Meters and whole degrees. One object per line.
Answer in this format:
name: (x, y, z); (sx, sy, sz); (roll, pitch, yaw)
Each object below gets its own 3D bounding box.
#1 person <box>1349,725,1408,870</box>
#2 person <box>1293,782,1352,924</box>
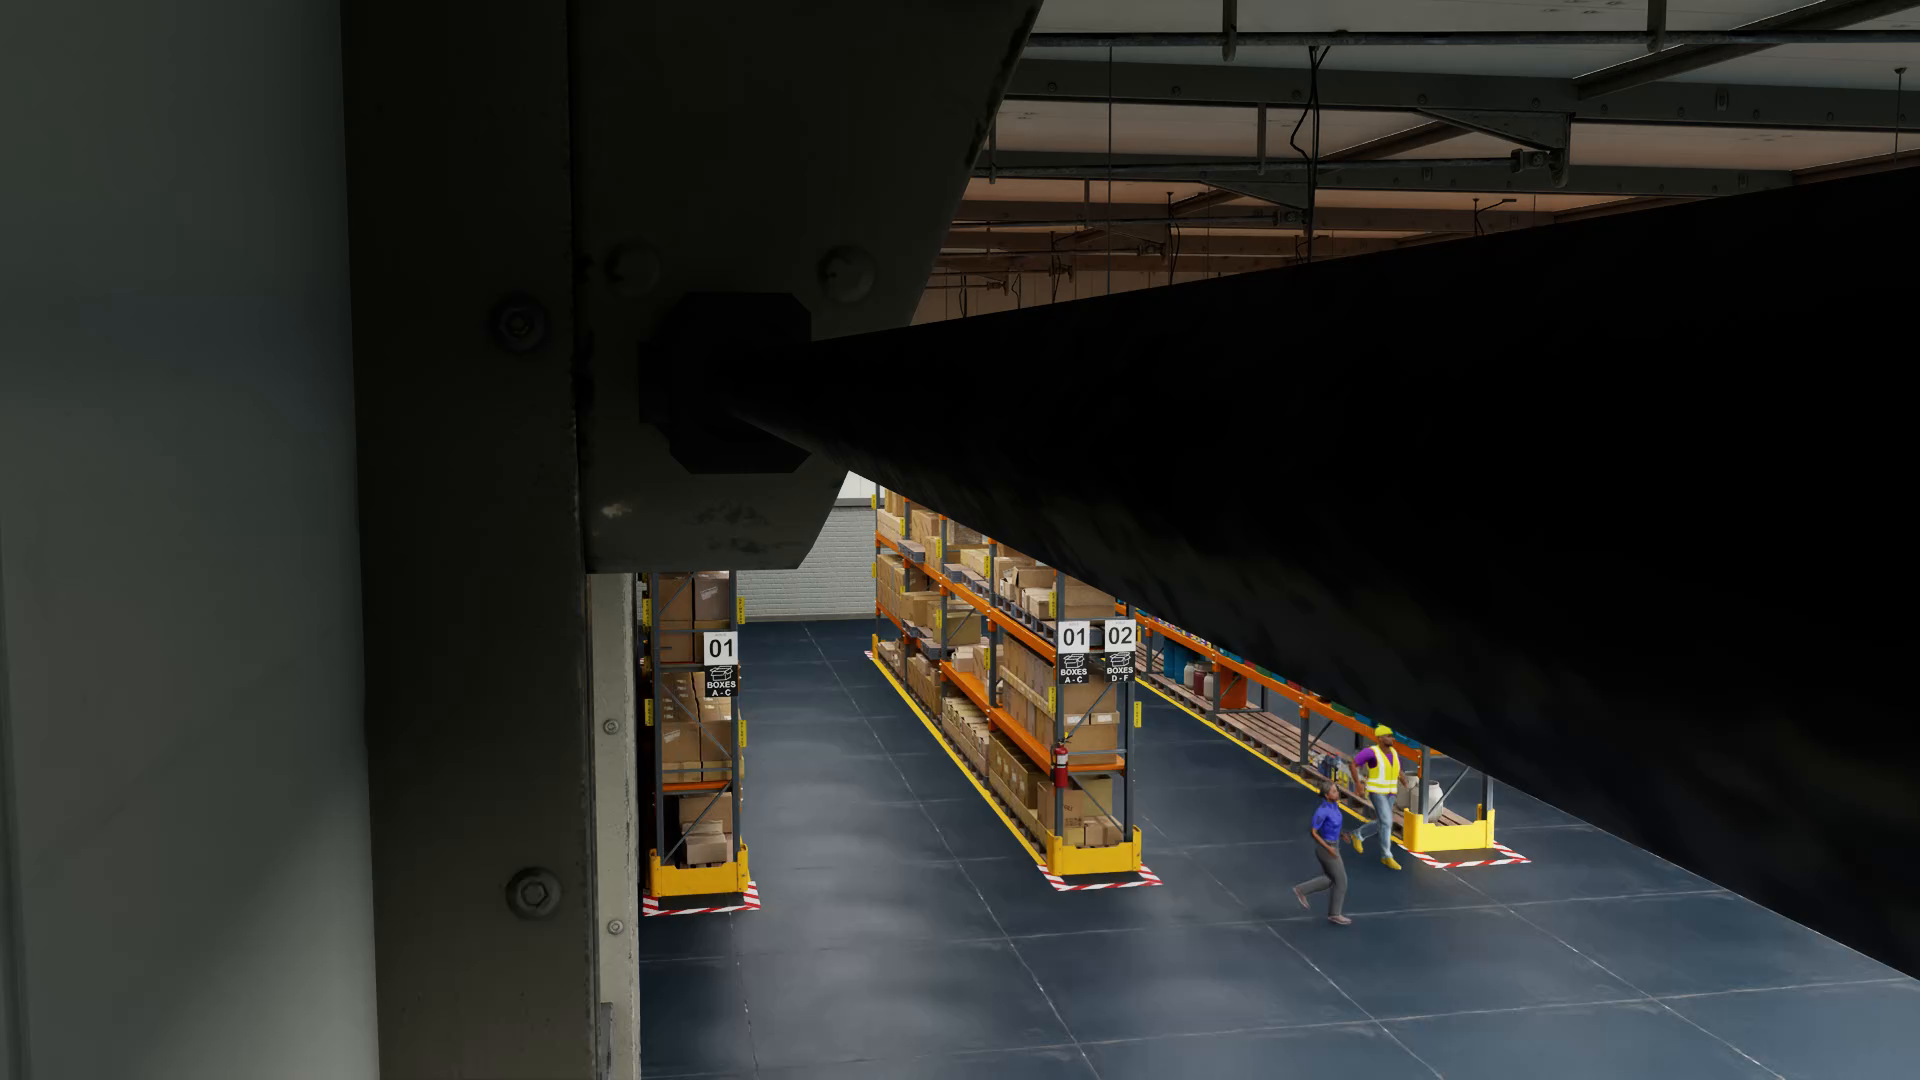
person: (5.447, 3.266, 21.399); (0.744, 1.751, 0.871); (-4, 7, -34)
person: (4.175, 3.575, 19.107); (0.693, 1.644, 0.576); (2, 6, 22)
